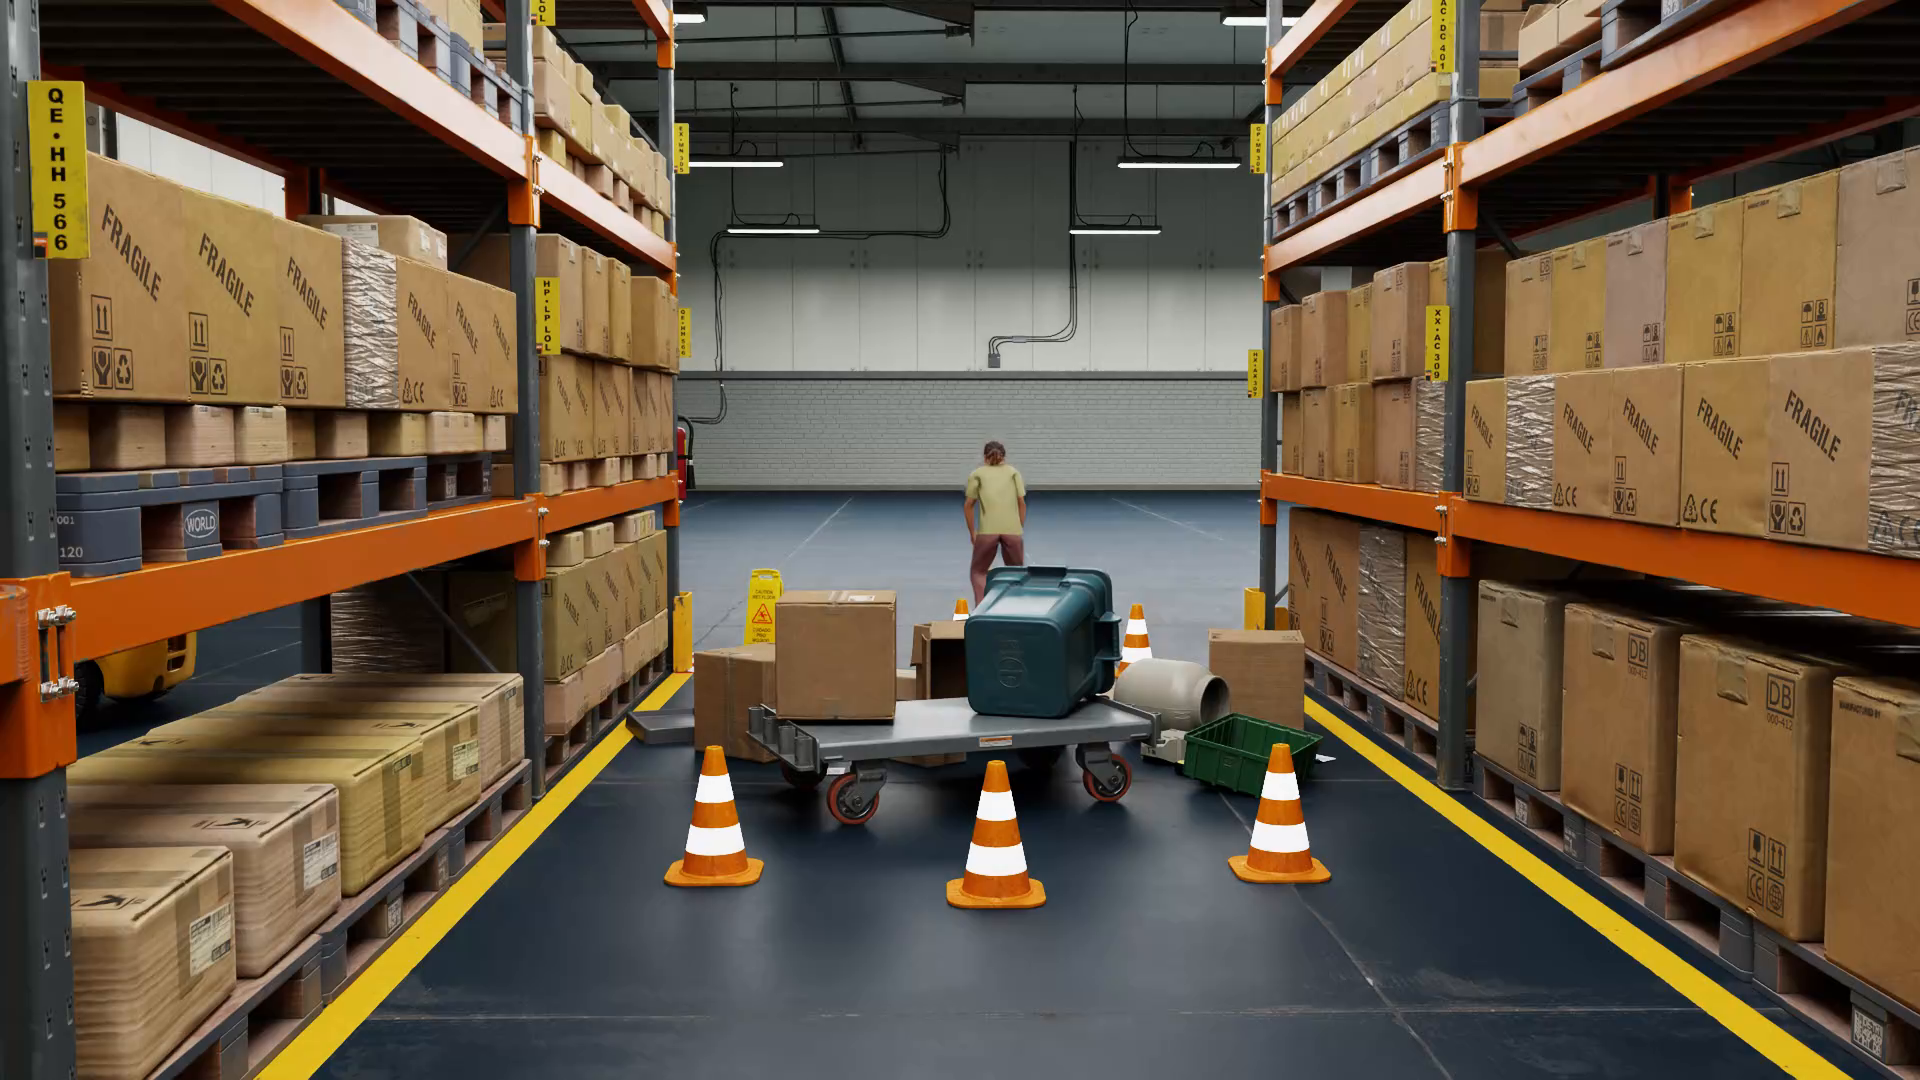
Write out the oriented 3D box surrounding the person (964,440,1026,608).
[{"bbox_3d":[0.279,-0.035,13.251,0.498,1.515,0.533,0,4,-1],"label":"person"}]
